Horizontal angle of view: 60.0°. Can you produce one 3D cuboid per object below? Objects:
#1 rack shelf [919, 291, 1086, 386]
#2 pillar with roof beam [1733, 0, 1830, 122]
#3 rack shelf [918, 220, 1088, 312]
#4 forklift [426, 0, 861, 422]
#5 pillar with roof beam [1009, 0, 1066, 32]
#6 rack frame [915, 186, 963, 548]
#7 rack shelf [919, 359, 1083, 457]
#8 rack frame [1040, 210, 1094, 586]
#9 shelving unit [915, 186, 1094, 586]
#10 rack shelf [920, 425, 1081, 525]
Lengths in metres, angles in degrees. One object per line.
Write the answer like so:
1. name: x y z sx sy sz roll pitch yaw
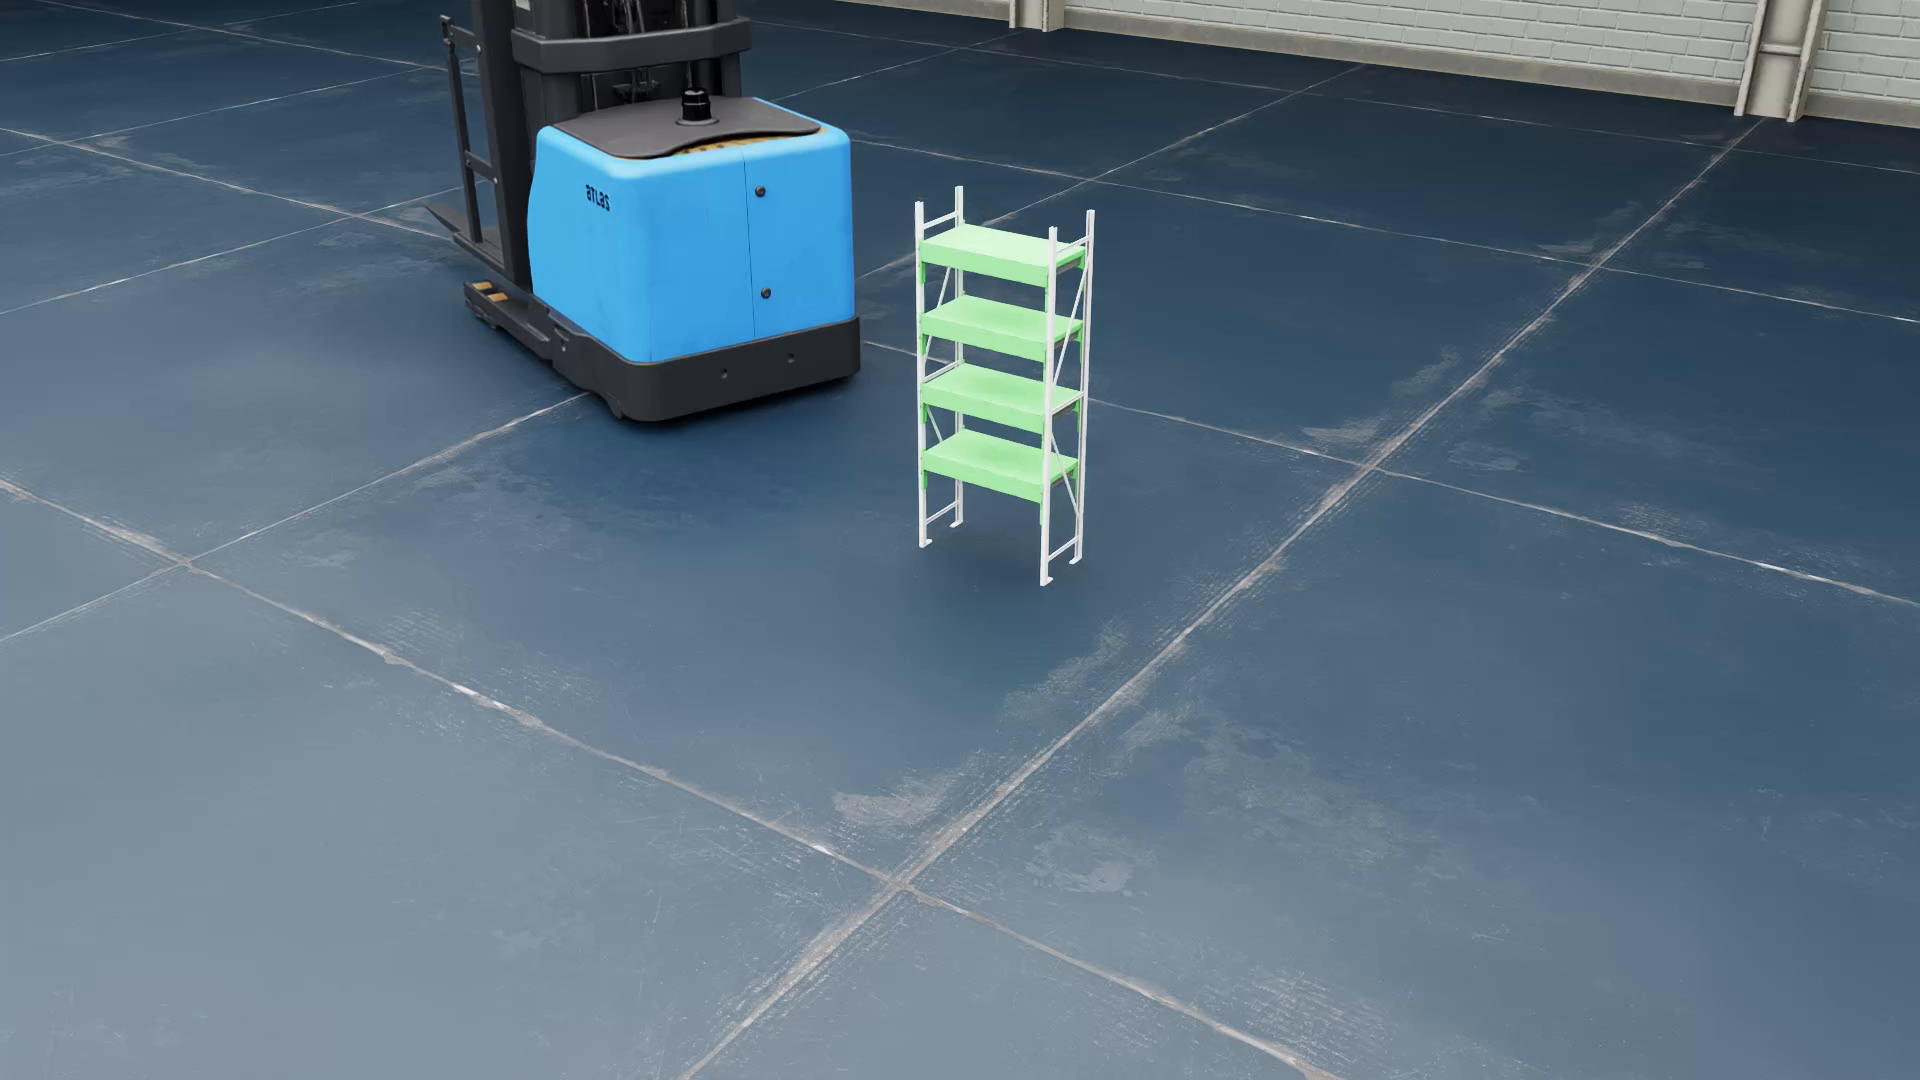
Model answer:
1. rack shelf: 0.136 -0.649 5.314 0.480 0.148 0.258 17 32 30
2. pillar with roof beam: 3.187 -5.361 6.363 0.400 9.000 9.100 17 32 30
3. rack shelf: 0.136 -0.863 5.206 0.480 0.148 0.258 17 32 30
4. forklift: -1.665 -2.386 7.207 1.130 2.935 3.031 -17 32 -30
5. pillar with roof beam: -1.759 -6.902 9.390 0.400 9.000 9.100 17 32 30
6. rack frame: -0.065 -0.555 5.517 0.015 1.200 0.240 17 32 30
7. rack shelf: 0.136 -0.435 5.423 0.480 0.148 0.258 17 32 30
8. rack frame: 0.338 -0.430 5.271 0.015 1.200 0.240 17 32 30
9. shelving unit: 0.136 -0.492 5.394 0.503 1.200 0.258 17 32 30
10. rack shelf: 0.136 -0.221 5.532 0.480 0.148 0.258 17 32 30
